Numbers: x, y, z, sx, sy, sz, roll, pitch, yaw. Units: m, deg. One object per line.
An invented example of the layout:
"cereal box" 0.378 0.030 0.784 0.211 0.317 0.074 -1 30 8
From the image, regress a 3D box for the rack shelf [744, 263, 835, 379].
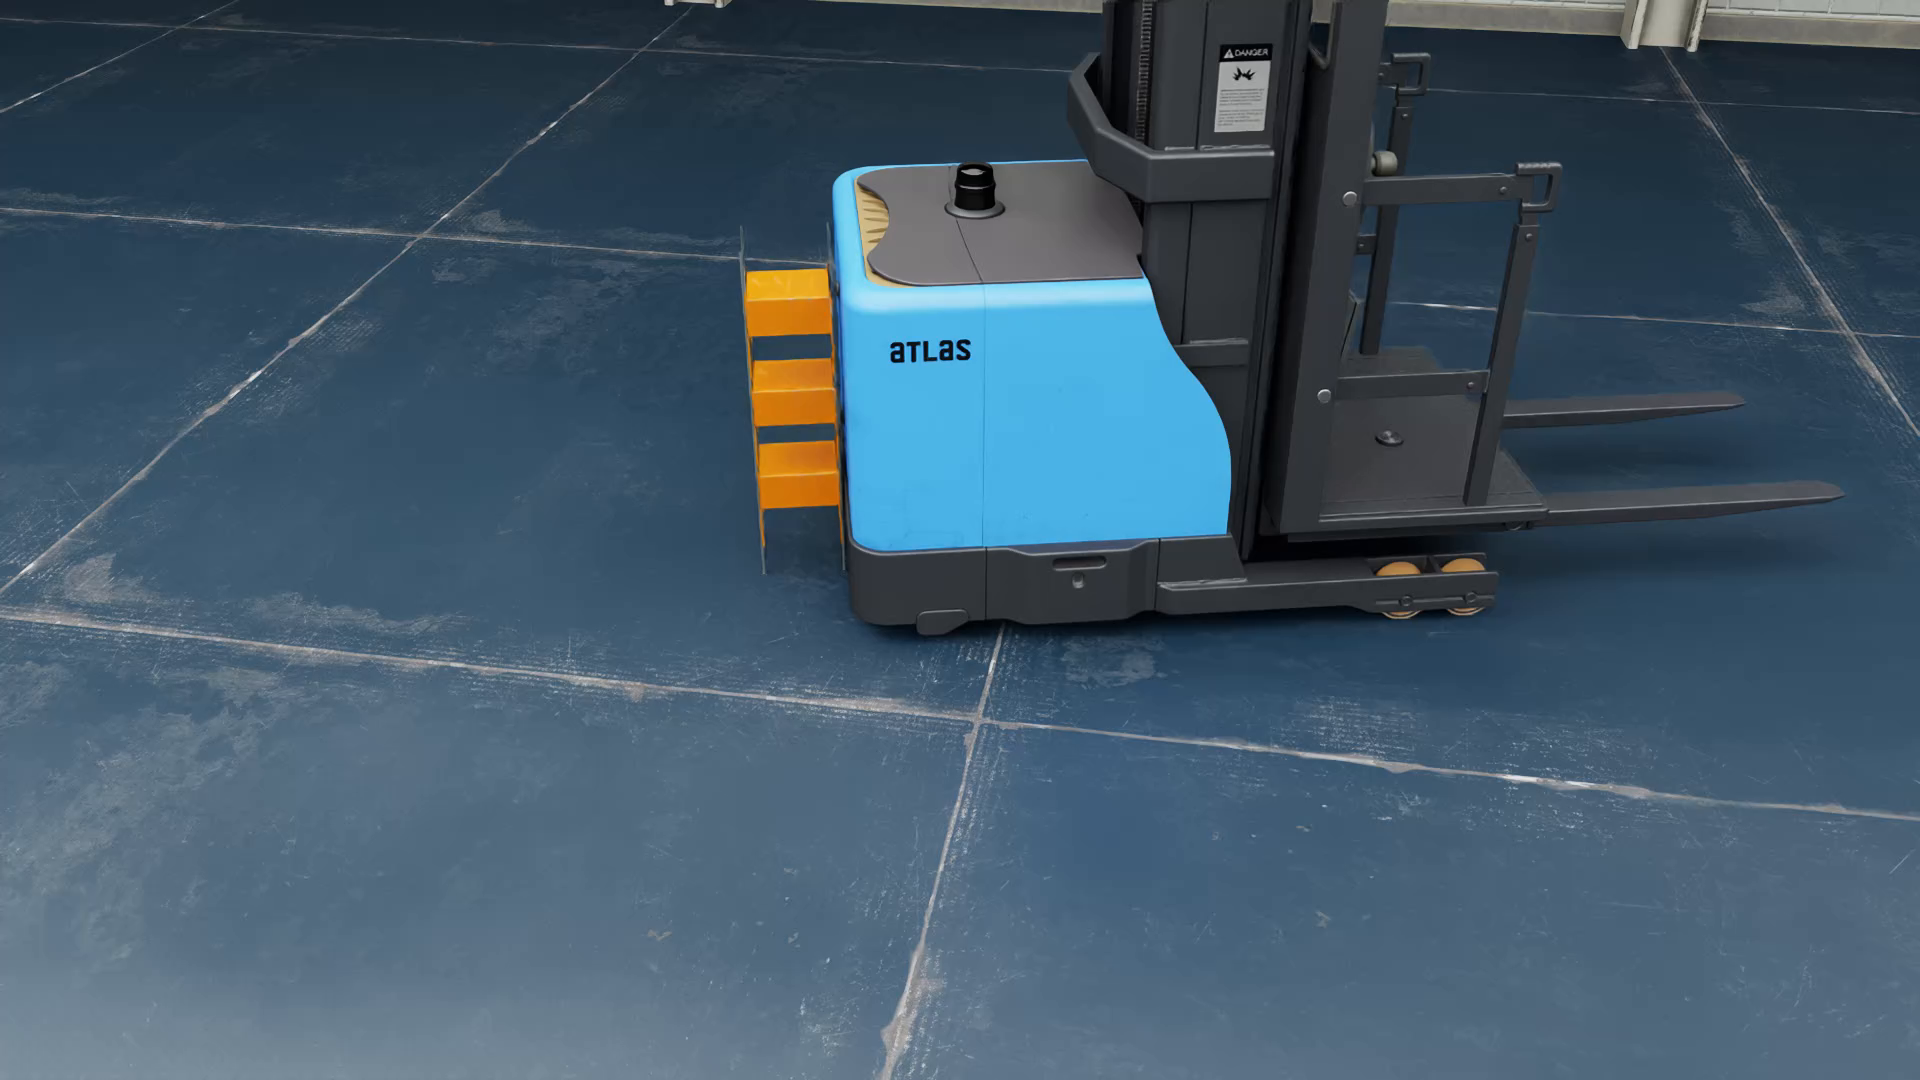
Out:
"rack shelf" -0.485 -0.626 4.746 0.240 0.259 0.215 -3 32 -5

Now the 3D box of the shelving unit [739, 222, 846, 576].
"shelving unit" -0.485 -0.395 4.891 0.252 1.050 0.215 -3 32 -5

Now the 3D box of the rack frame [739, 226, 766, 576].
"rack frame" -0.607 -0.389 4.881 0.008 1.050 0.200 -3 32 -5

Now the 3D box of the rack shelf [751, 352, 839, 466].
"rack shelf" -0.485 -0.386 4.897 0.240 0.259 0.215 -3 32 -5

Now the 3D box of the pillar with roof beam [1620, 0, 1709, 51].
"pillar with roof beam" 3.491 -4.568 4.066 0.400 9.000 9.100 5 32 8

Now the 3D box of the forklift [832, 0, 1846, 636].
"forklift" 1.153 -1.288 4.545 3.031 2.935 1.130 -3 32 -5

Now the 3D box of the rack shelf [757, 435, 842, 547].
"rack shelf" -0.485 -0.150 5.044 0.240 0.259 0.215 -3 32 -5

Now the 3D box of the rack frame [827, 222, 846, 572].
"rack frame" -0.364 -0.401 4.902 0.008 1.050 0.200 -3 32 -5
